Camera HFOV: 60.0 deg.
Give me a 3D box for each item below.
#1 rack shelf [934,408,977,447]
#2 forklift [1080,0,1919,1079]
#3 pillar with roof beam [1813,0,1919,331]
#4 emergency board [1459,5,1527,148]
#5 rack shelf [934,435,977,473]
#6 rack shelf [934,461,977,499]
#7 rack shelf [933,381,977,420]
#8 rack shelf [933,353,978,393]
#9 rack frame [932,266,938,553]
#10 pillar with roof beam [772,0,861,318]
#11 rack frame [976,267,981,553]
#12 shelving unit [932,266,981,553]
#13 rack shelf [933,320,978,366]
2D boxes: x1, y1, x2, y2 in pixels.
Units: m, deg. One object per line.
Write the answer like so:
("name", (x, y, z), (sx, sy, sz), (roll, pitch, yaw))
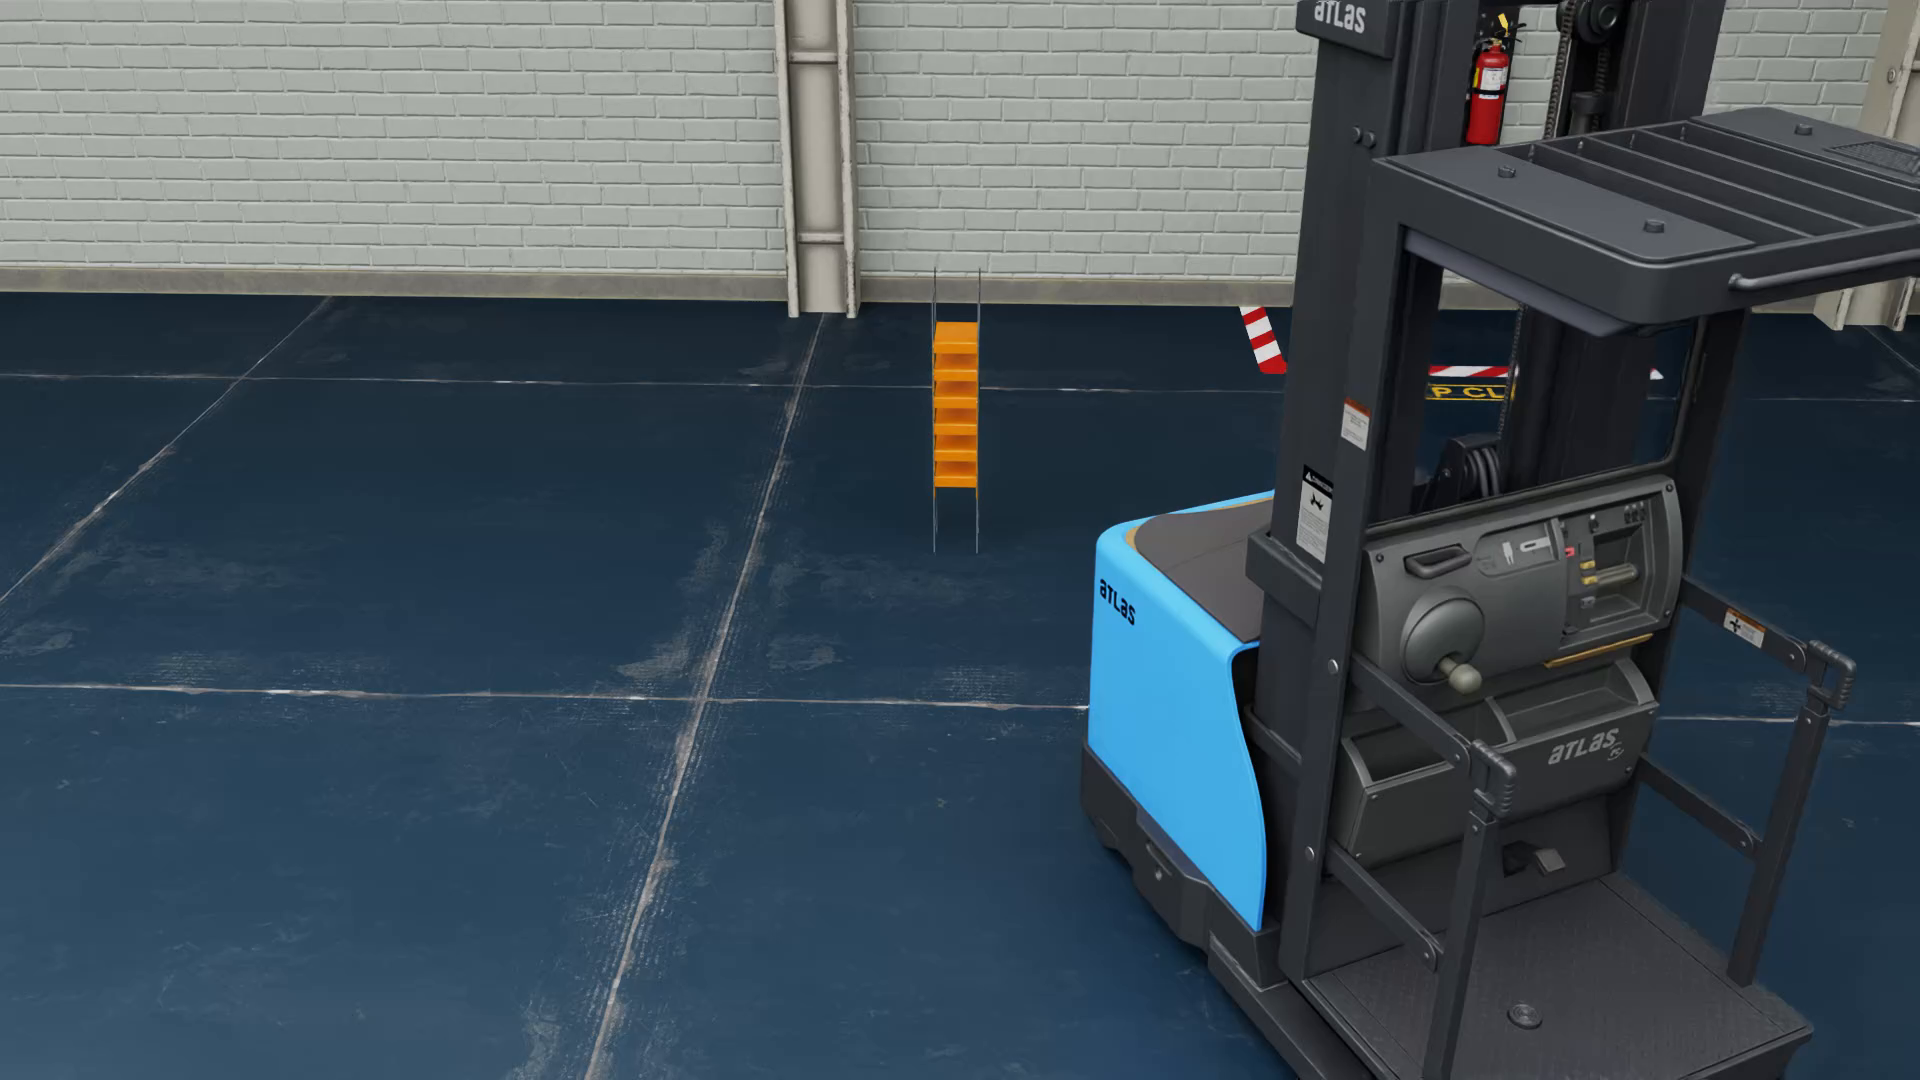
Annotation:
("rack shelf", (-0.014, -0.491, 6.990), (0.180, 0.103, 0.258), (1, 28, 2))
("forklift", (1.464, 0.149, 3.839), (1.130, 2.935, 3.031), (-12, 30, -21))
("pillar with roof beam", (5.048, -3.232, 3.738), (0.400, 9.000, 9.100), (1, 28, 2))
("emergency board", (2.732, -2.655, 9.055), (0.643, 1.169, 0.194), (1, 28, 2))
("rack shelf", (-0.014, -0.385, 7.046), (0.180, 0.103, 0.258), (1, 28, 2))
("rack shelf", (-0.014, -0.279, 7.103), (0.180, 0.103, 0.258), (1, 28, 2))
("rack shelf", (-0.014, -0.597, 6.934), (0.180, 0.103, 0.258), (1, 28, 2))
("rack shelf", (-0.014, -0.703, 6.878), (0.180, 0.103, 0.258), (1, 28, 2))
("rack frame", (-0.106, -0.532, 6.972), (0.006, 1.200, 0.240), (1, 28, 2))
("pillar with roof beam", (-0.948, -3.331, 3.925), (0.400, 9.000, 9.100), (1, 28, 2))
("rack frame", (0.077, -0.529, 6.967), (0.006, 1.200, 0.240), (1, 28, 2))
("shelving unit", (-0.014, -0.530, 6.969), (0.189, 1.200, 0.258), (1, 28, 2))
("rack shelf", (-0.014, -0.809, 6.822), (0.180, 0.103, 0.258), (1, 28, 2))
